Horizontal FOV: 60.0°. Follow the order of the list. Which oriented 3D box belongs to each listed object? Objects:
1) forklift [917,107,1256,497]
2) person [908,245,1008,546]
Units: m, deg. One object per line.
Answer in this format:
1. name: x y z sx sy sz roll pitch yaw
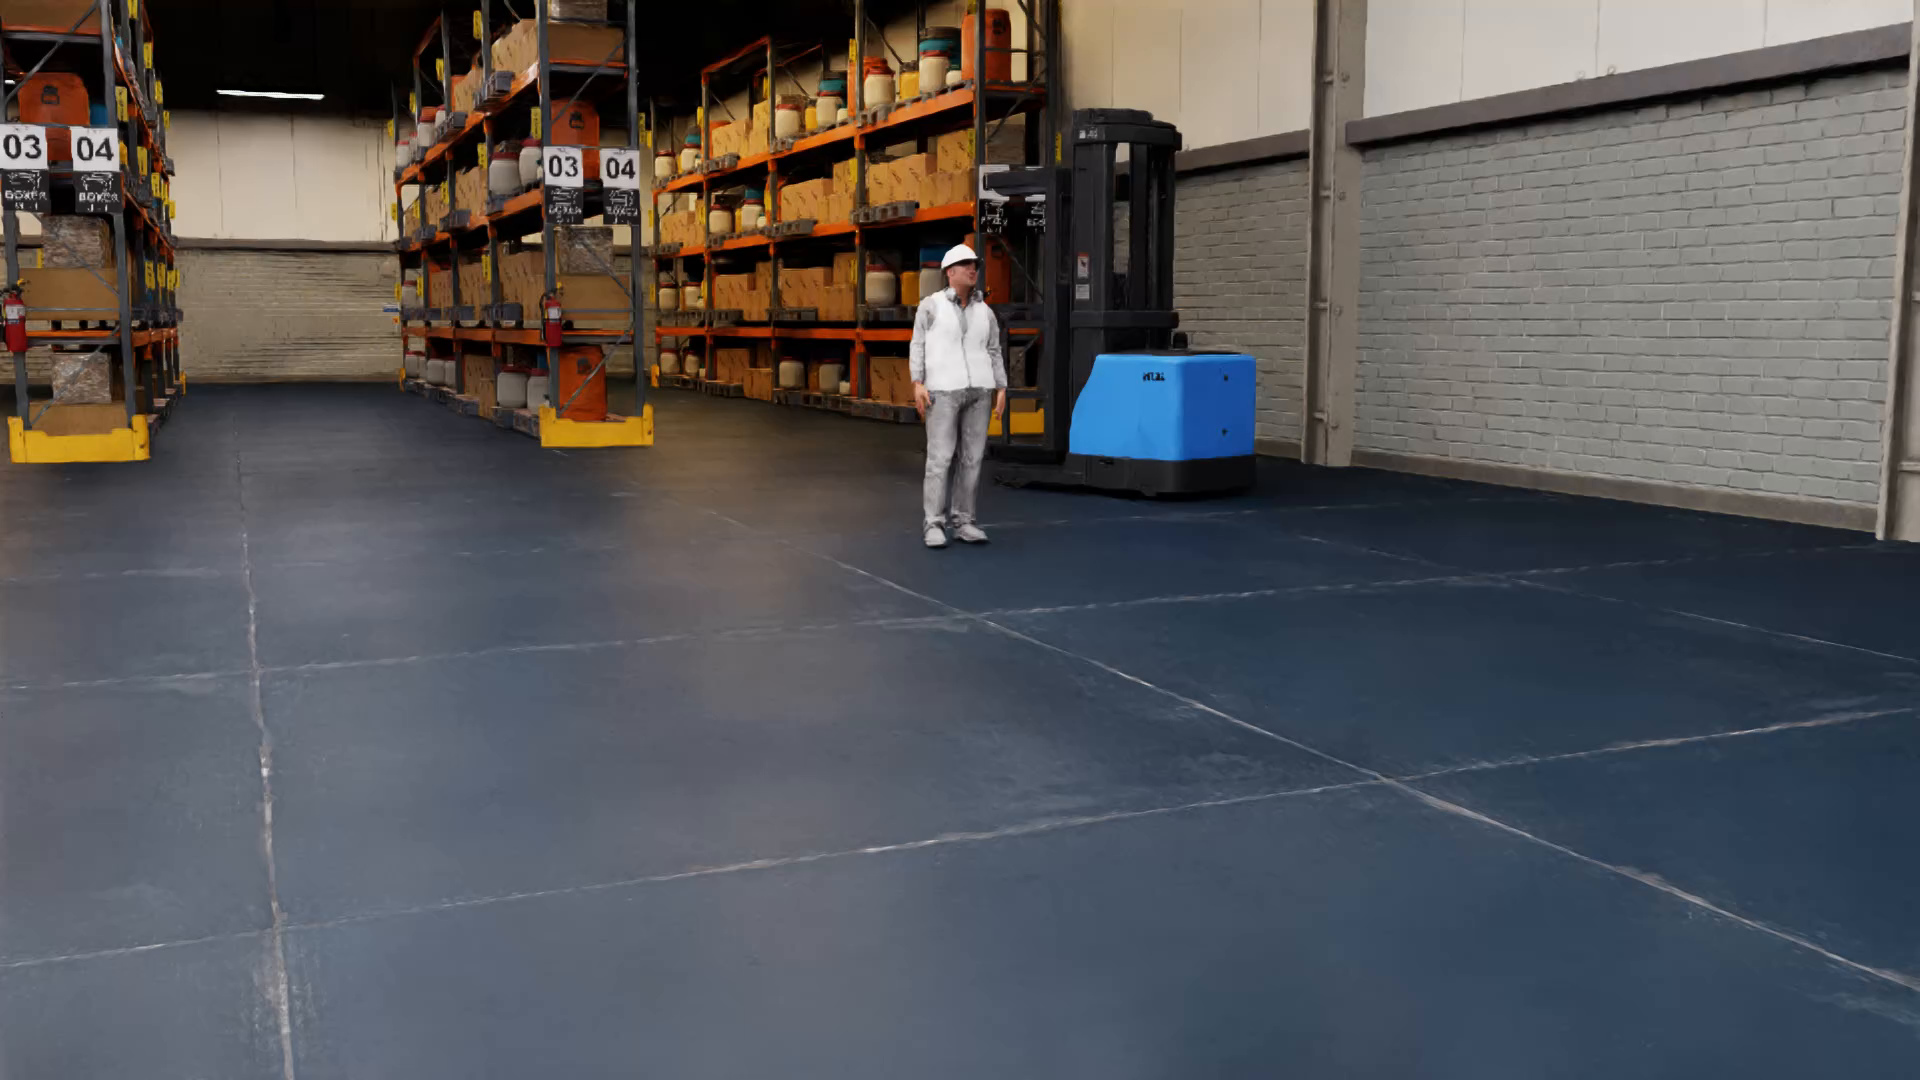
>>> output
1. forklift: 0.909 -1.910 13.429 1.130 2.935 3.031 -7 10 -43
2. person: 0.018 -0.879 9.977 0.632 1.773 0.567 -3 8 -23
